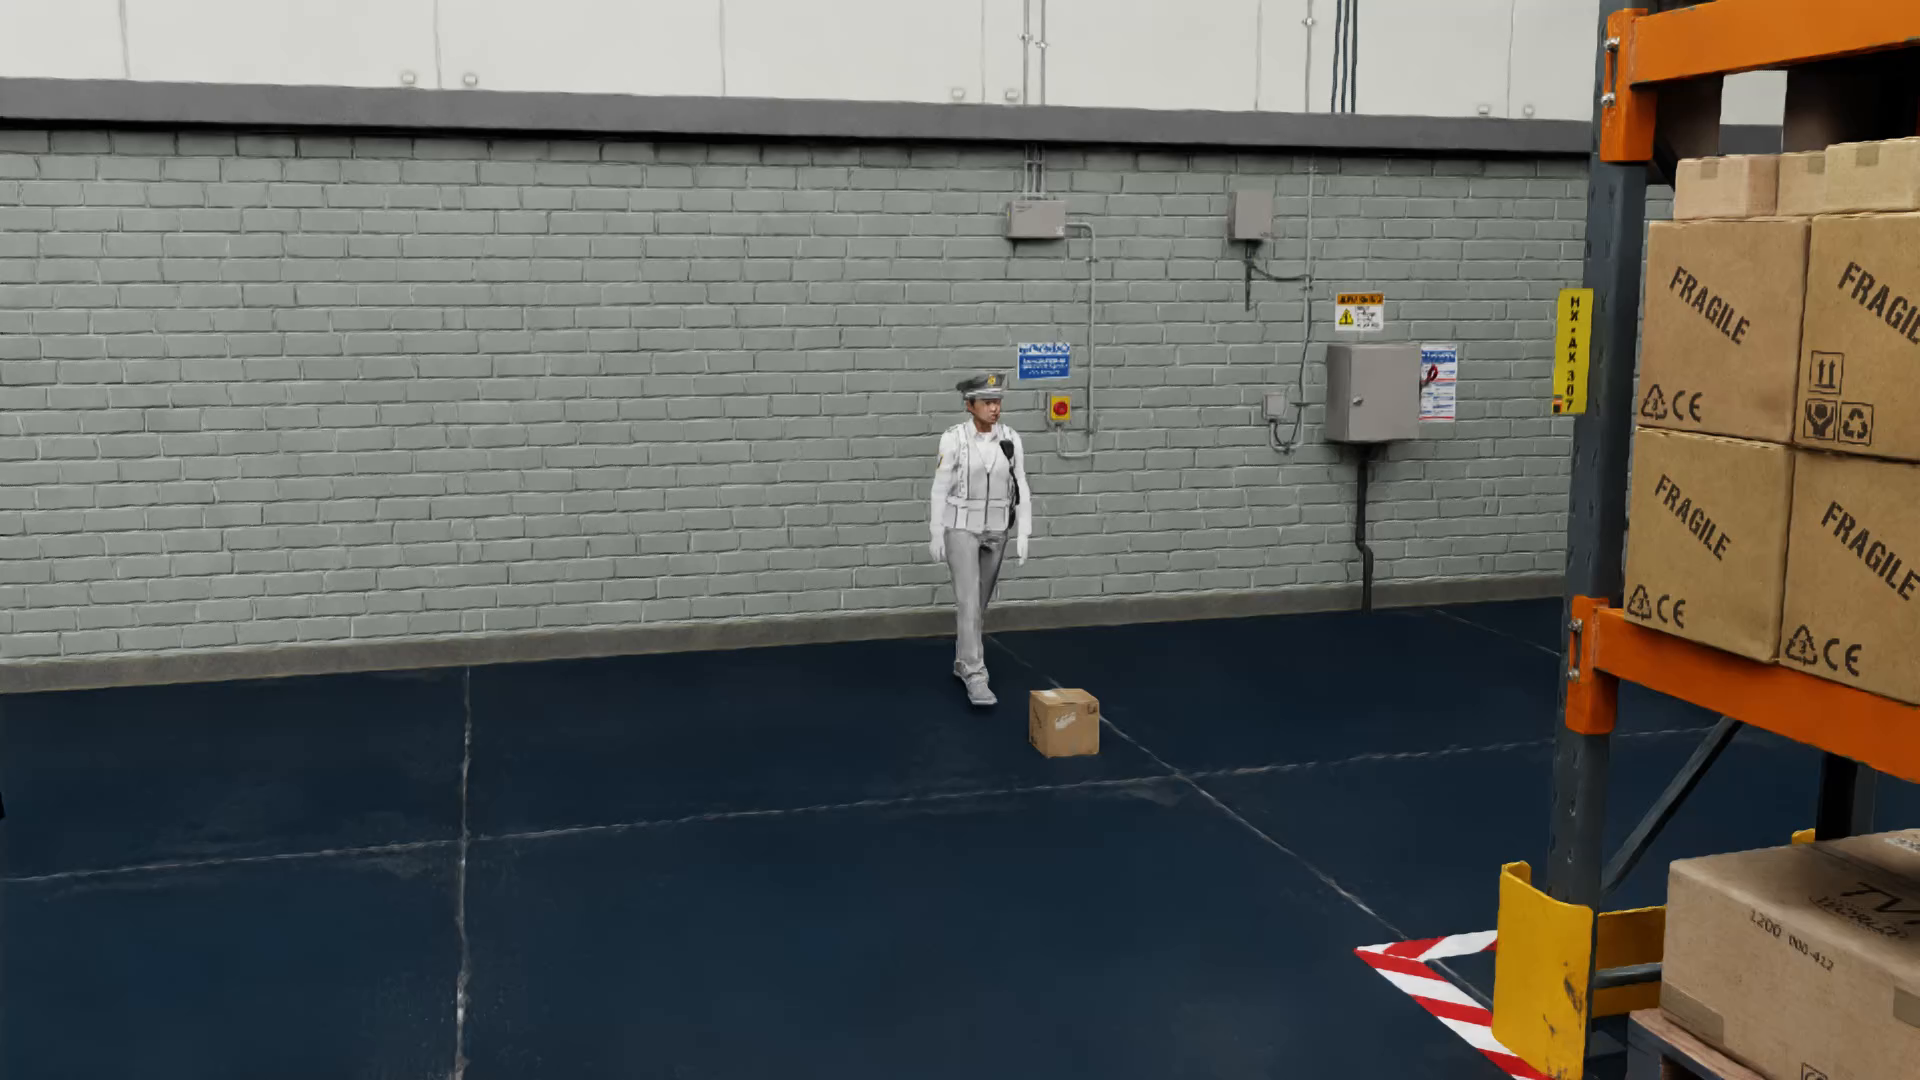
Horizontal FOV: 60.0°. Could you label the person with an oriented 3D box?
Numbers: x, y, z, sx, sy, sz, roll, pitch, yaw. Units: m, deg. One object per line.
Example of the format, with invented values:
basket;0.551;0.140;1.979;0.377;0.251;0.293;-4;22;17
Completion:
person;0.140;-0.035;8.467;0.502;1.643;0.786;-4;10;-22
